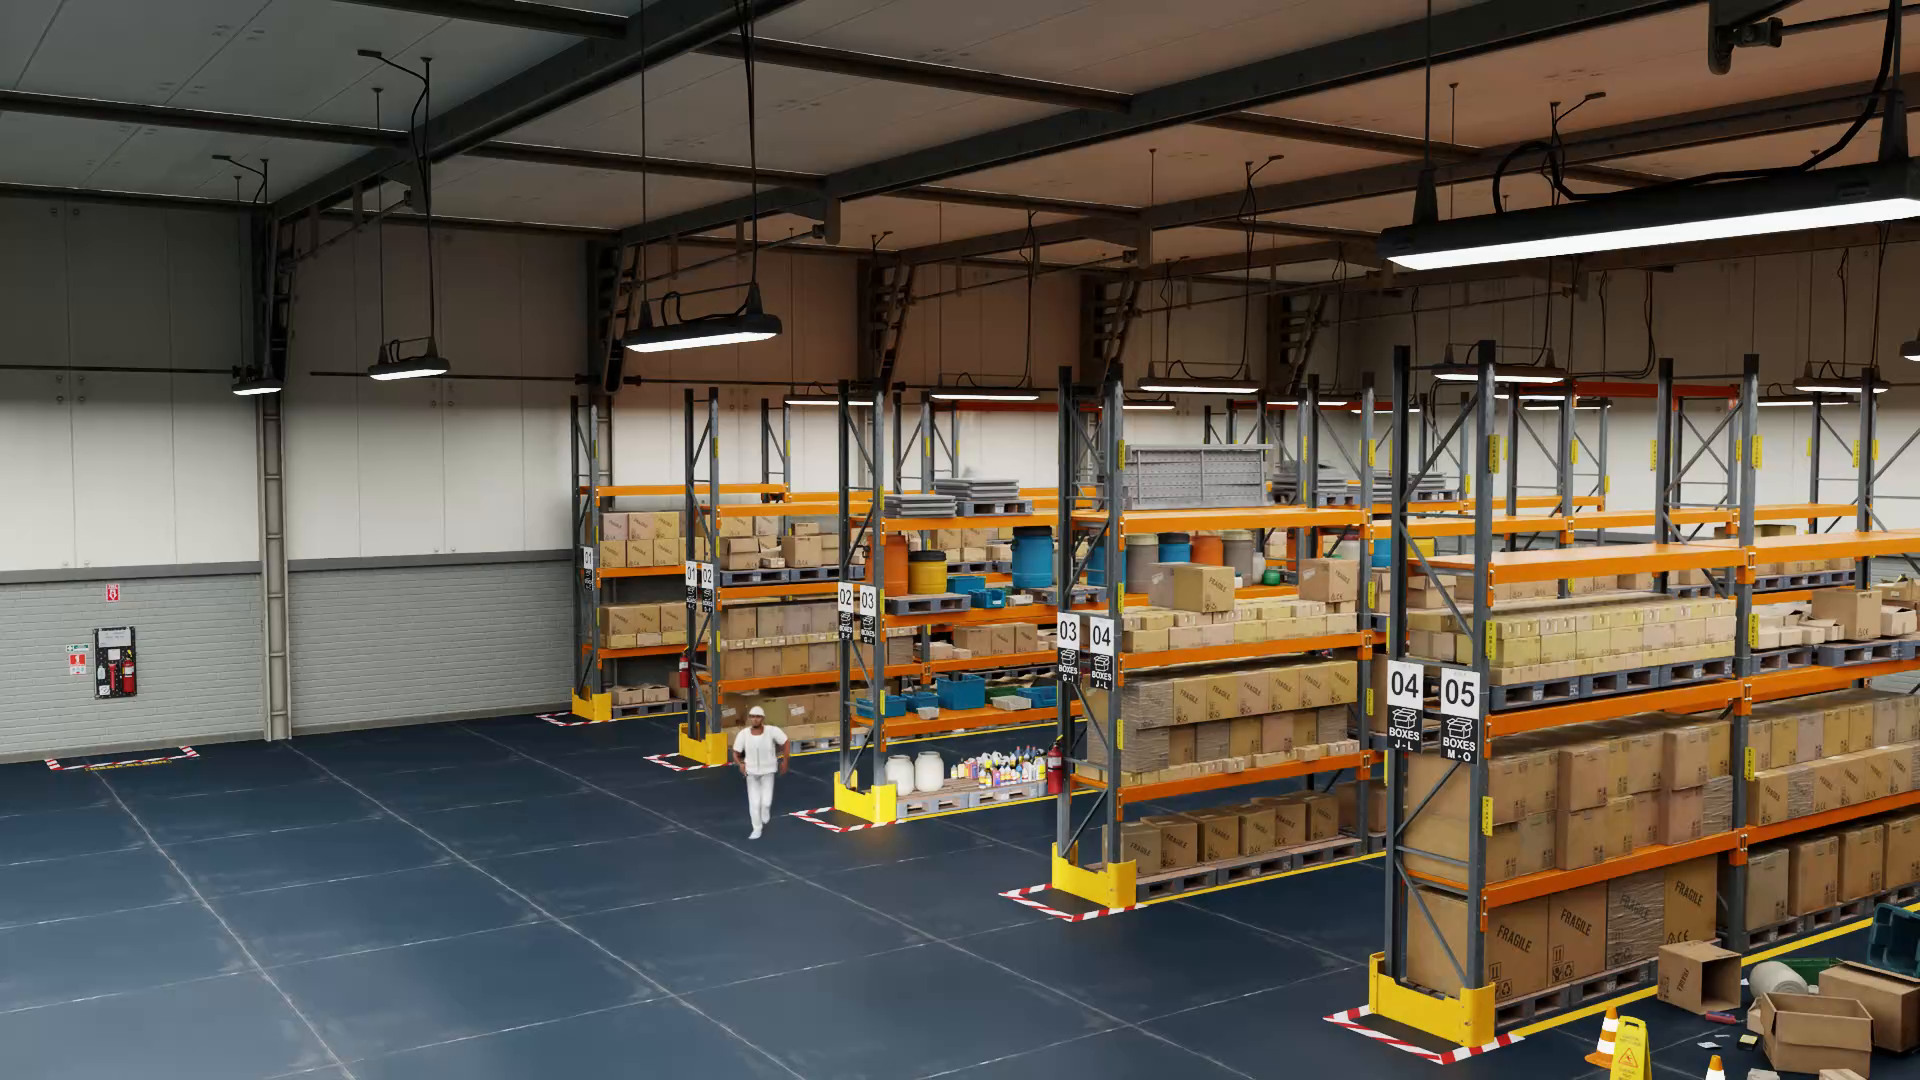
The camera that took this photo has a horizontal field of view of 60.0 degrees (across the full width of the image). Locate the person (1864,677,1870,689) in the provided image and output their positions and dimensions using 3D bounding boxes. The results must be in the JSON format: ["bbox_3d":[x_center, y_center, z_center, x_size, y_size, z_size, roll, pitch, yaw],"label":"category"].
[{"bbox_3d":[13.469,2.854,24.867,0.577,1.709,0.745,3,5,44],"label":"person"}]

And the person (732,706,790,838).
[{"bbox_3d":[-2.586,3.012,21.570,0.739,1.722,0.646,0,3,0],"label":"person"}]
